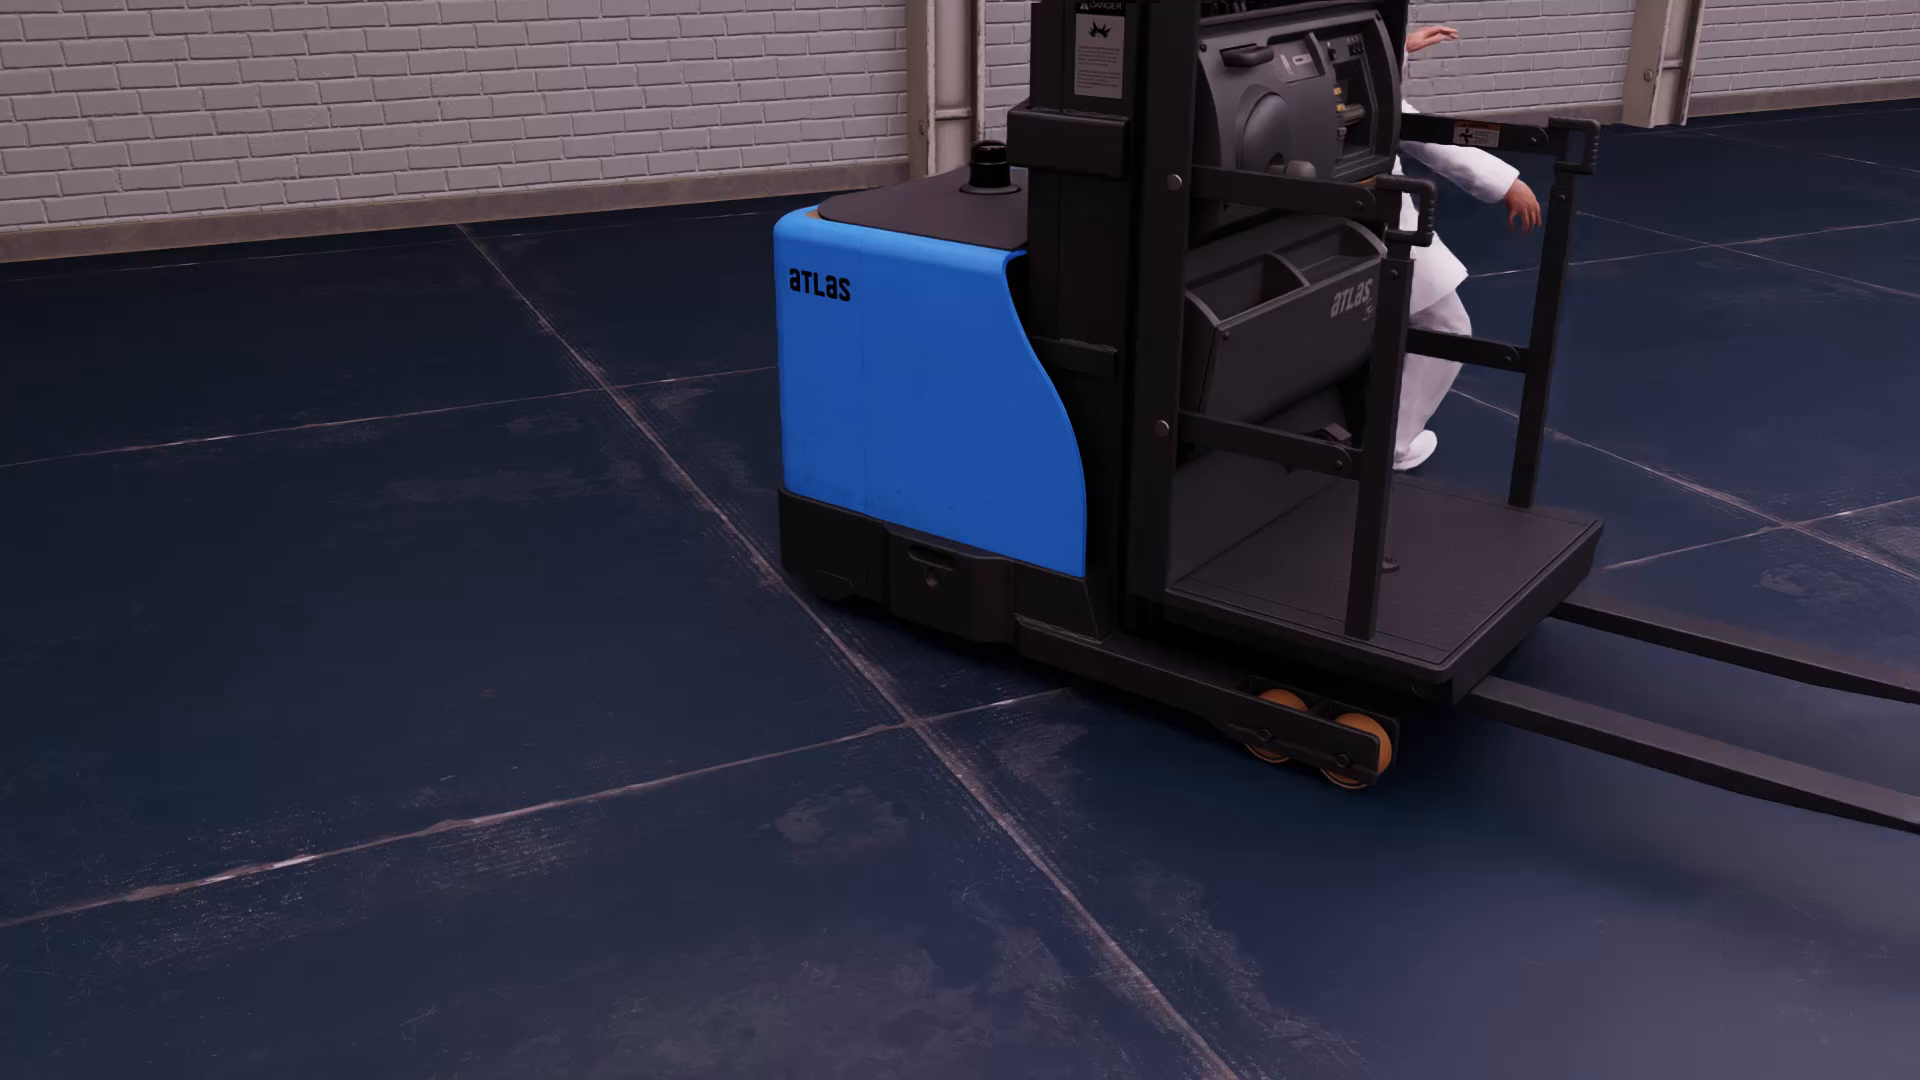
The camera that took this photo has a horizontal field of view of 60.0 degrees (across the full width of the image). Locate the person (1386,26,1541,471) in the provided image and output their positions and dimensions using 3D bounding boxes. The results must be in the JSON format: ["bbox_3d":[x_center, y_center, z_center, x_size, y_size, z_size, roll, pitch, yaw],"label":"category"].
[{"bbox_3d":[1.324,-0.941,5.317,0.990,1.546,0.886,18,29,37],"label":"person"}]

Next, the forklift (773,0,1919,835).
[{"bbox_3d":[0.968,-1.022,3.747,3.031,2.935,1.130,16,28,34],"label":"forklift"}]
